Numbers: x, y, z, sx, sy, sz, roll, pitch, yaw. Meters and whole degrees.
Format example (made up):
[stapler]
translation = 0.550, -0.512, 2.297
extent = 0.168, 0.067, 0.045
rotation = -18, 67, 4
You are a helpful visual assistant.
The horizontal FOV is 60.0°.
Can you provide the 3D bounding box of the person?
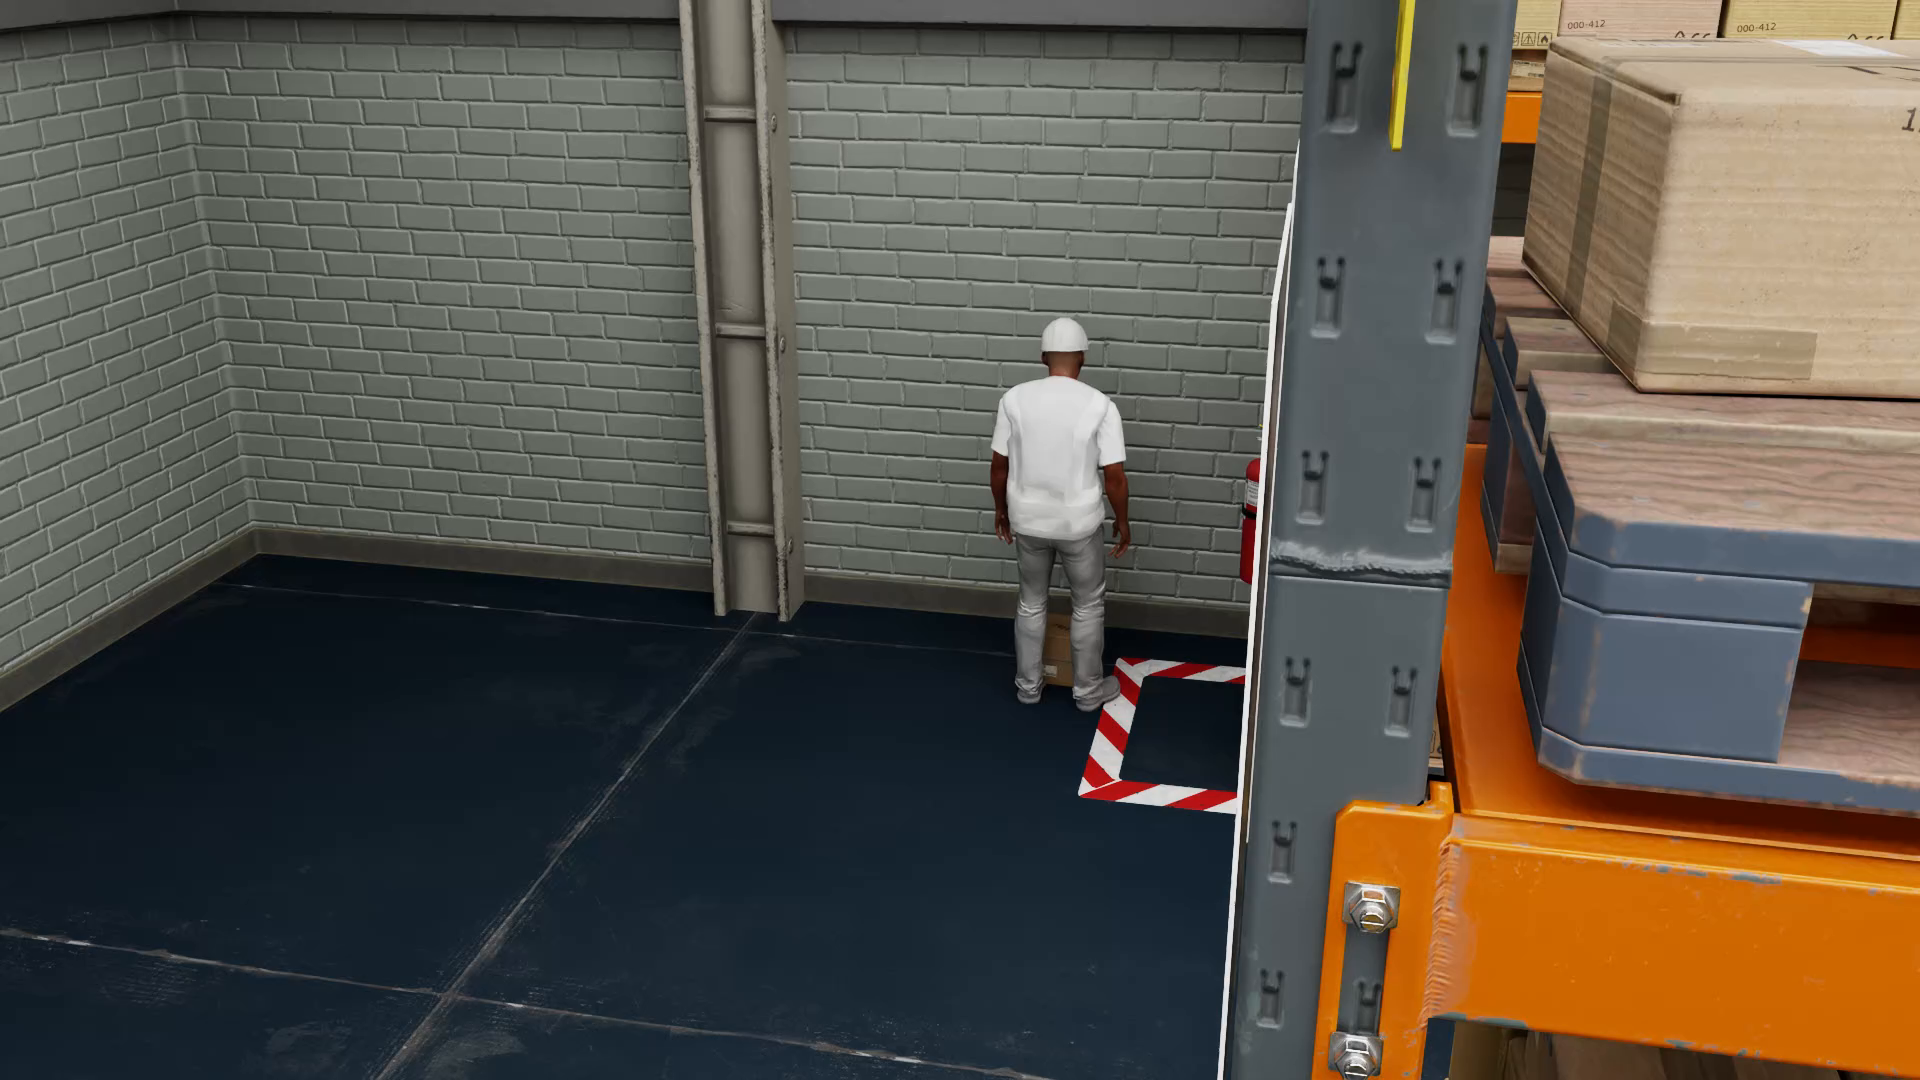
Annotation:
[person]
translation = 0.445, -0.114, 7.319
extent = 0.628, 1.662, 0.354
rotation = 7, 23, 18
